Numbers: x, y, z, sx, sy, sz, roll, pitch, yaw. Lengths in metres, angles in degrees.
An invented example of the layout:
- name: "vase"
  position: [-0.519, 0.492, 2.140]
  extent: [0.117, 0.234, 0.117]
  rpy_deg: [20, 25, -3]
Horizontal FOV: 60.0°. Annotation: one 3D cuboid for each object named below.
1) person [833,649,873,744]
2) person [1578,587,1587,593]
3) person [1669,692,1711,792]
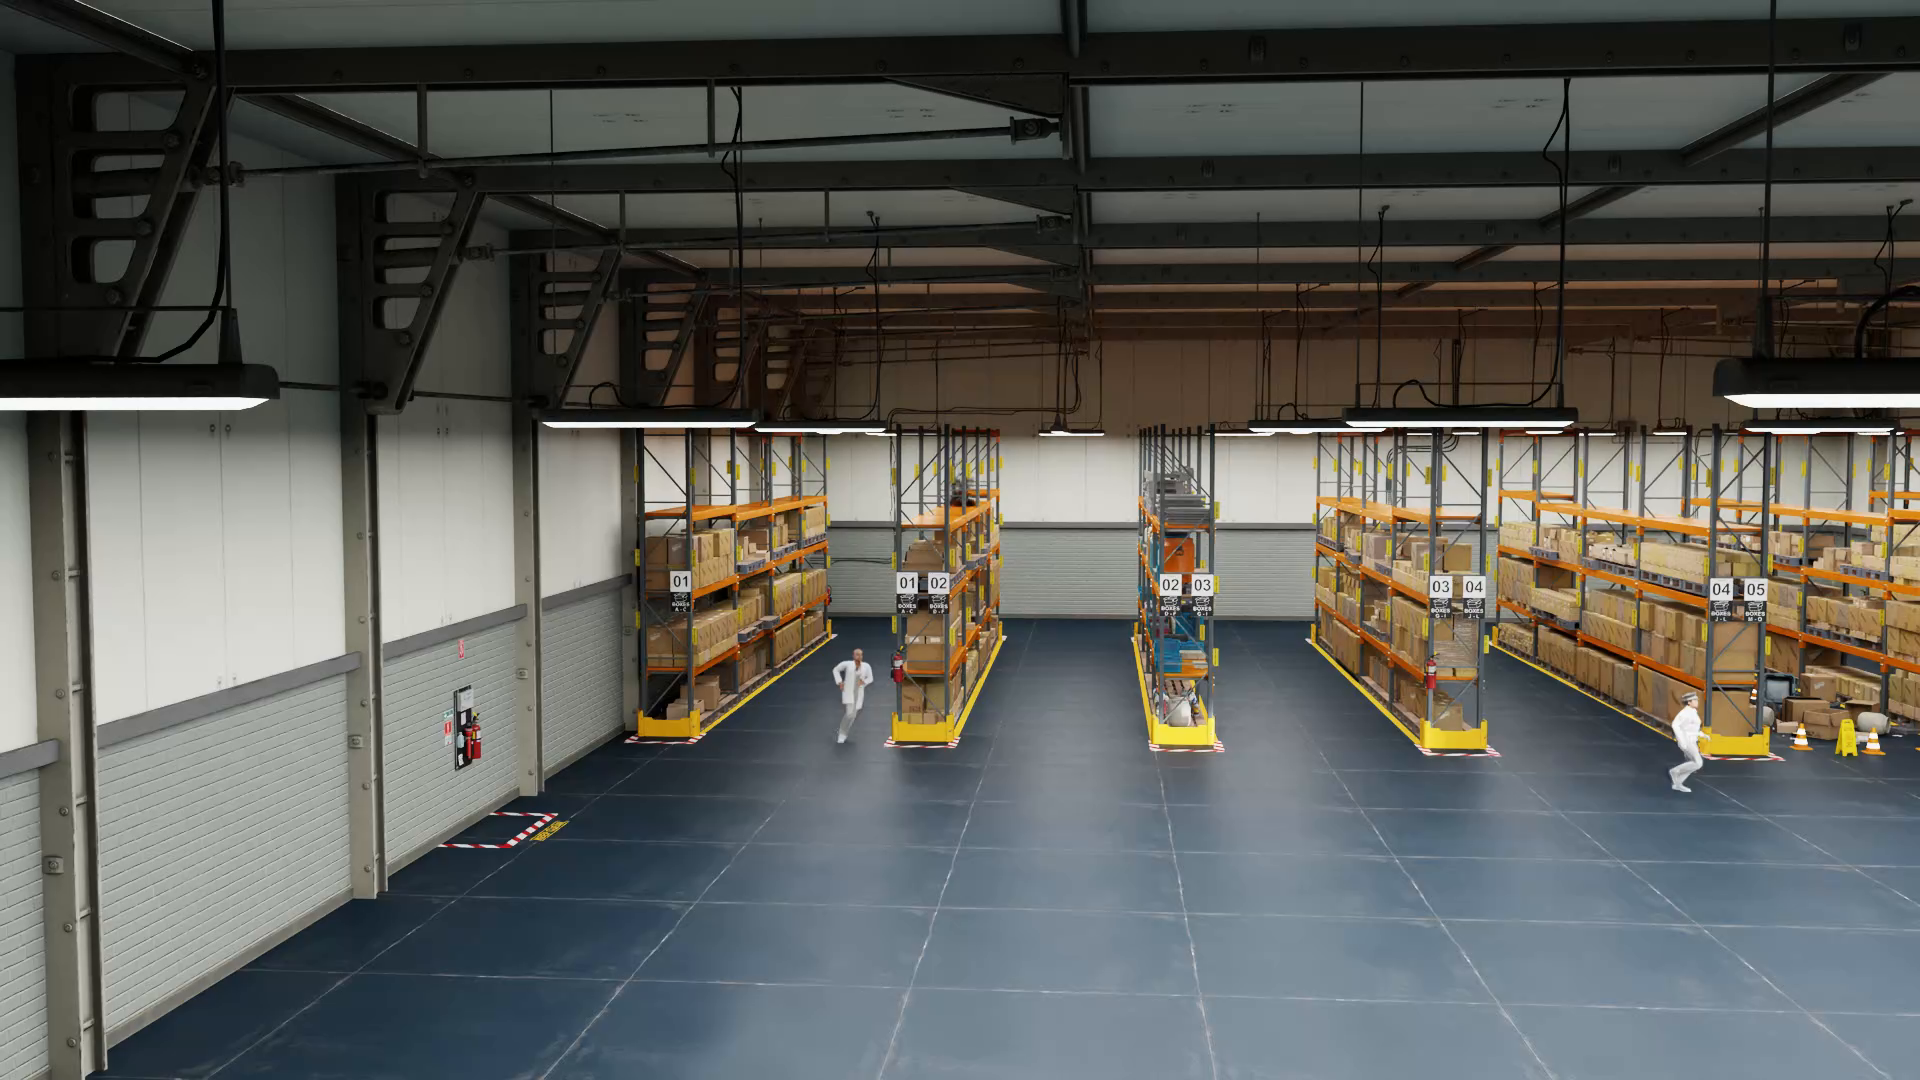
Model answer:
- name: "person"
  position: [-2.007, 2.946, 31.448]
  extent: [0.700, 1.795, 0.695]
  rpy_deg: [-2, 4, -26]
- name: "person"
  position: [16.722, 2.091, 44.721]
  extent: [0.691, 1.754, 0.989]
  rpy_deg: [0, 3, -1]
- name: "person"
  position: [11.821, 3.264, 26.908]
  extent: [0.575, 1.643, 0.603]
  rpy_deg: [3, 5, 40]
